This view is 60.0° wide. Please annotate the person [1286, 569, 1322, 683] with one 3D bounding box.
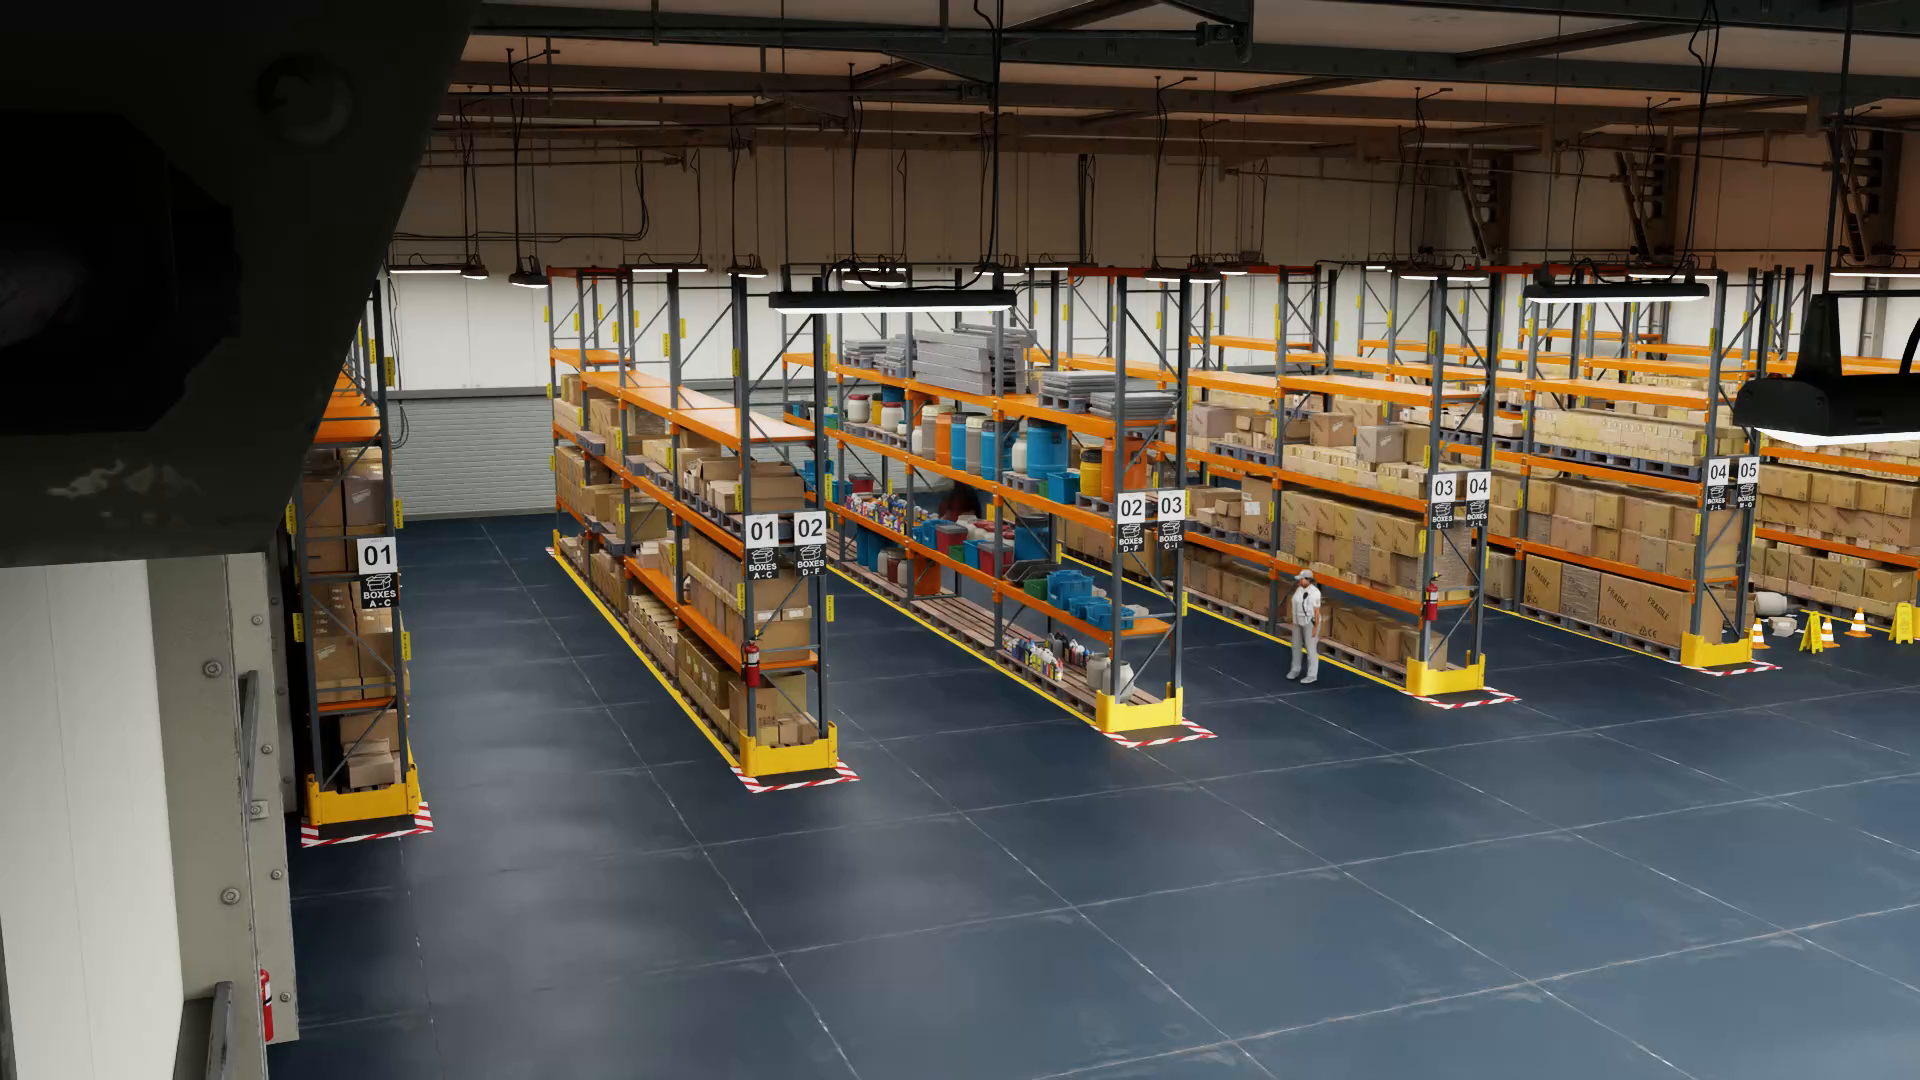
[{"bbox_3d":[5.108,1.252,24.639,0.427,1.667,0.519,-5,11,-29],"label":"person"}]
